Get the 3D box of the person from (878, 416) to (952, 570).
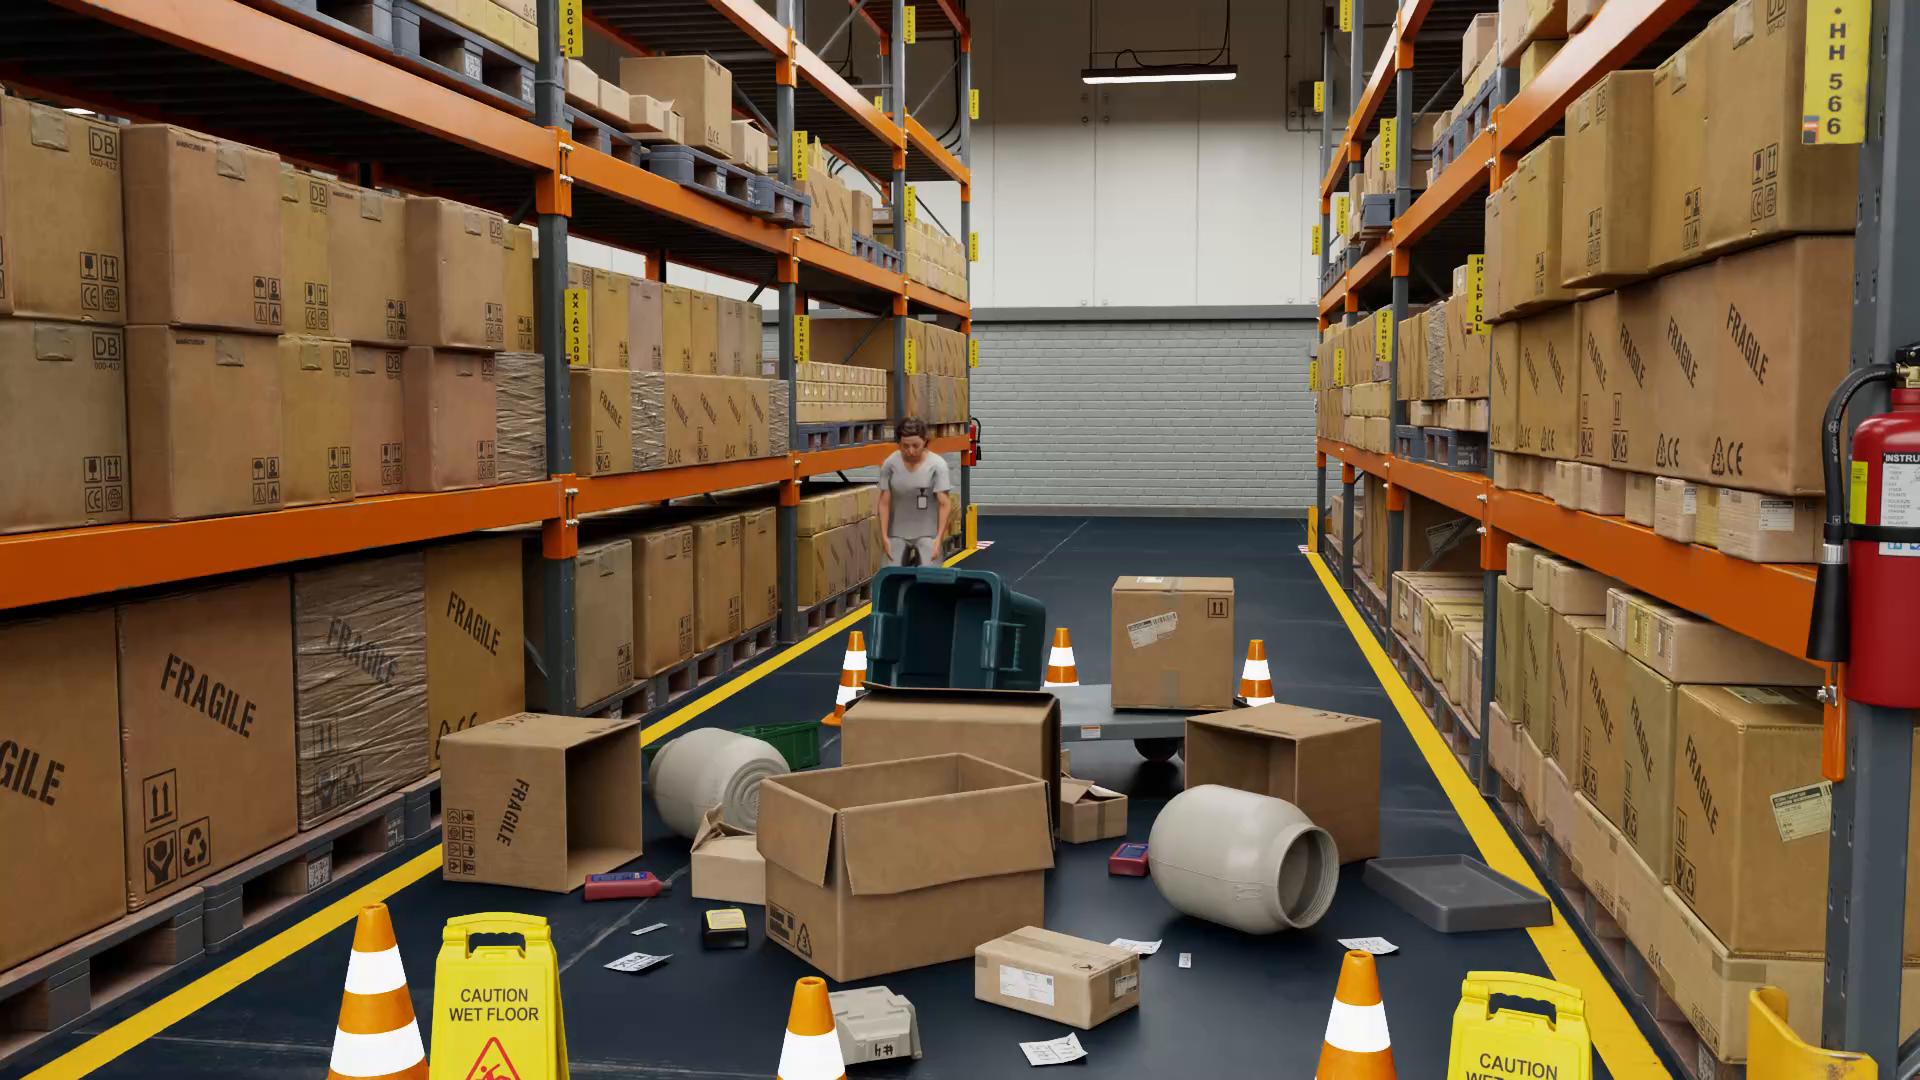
[{"bbox_3d":[-0.284,0.005,10.503,0.475,1.573,0.467,1,5,10],"label":"person"}]
